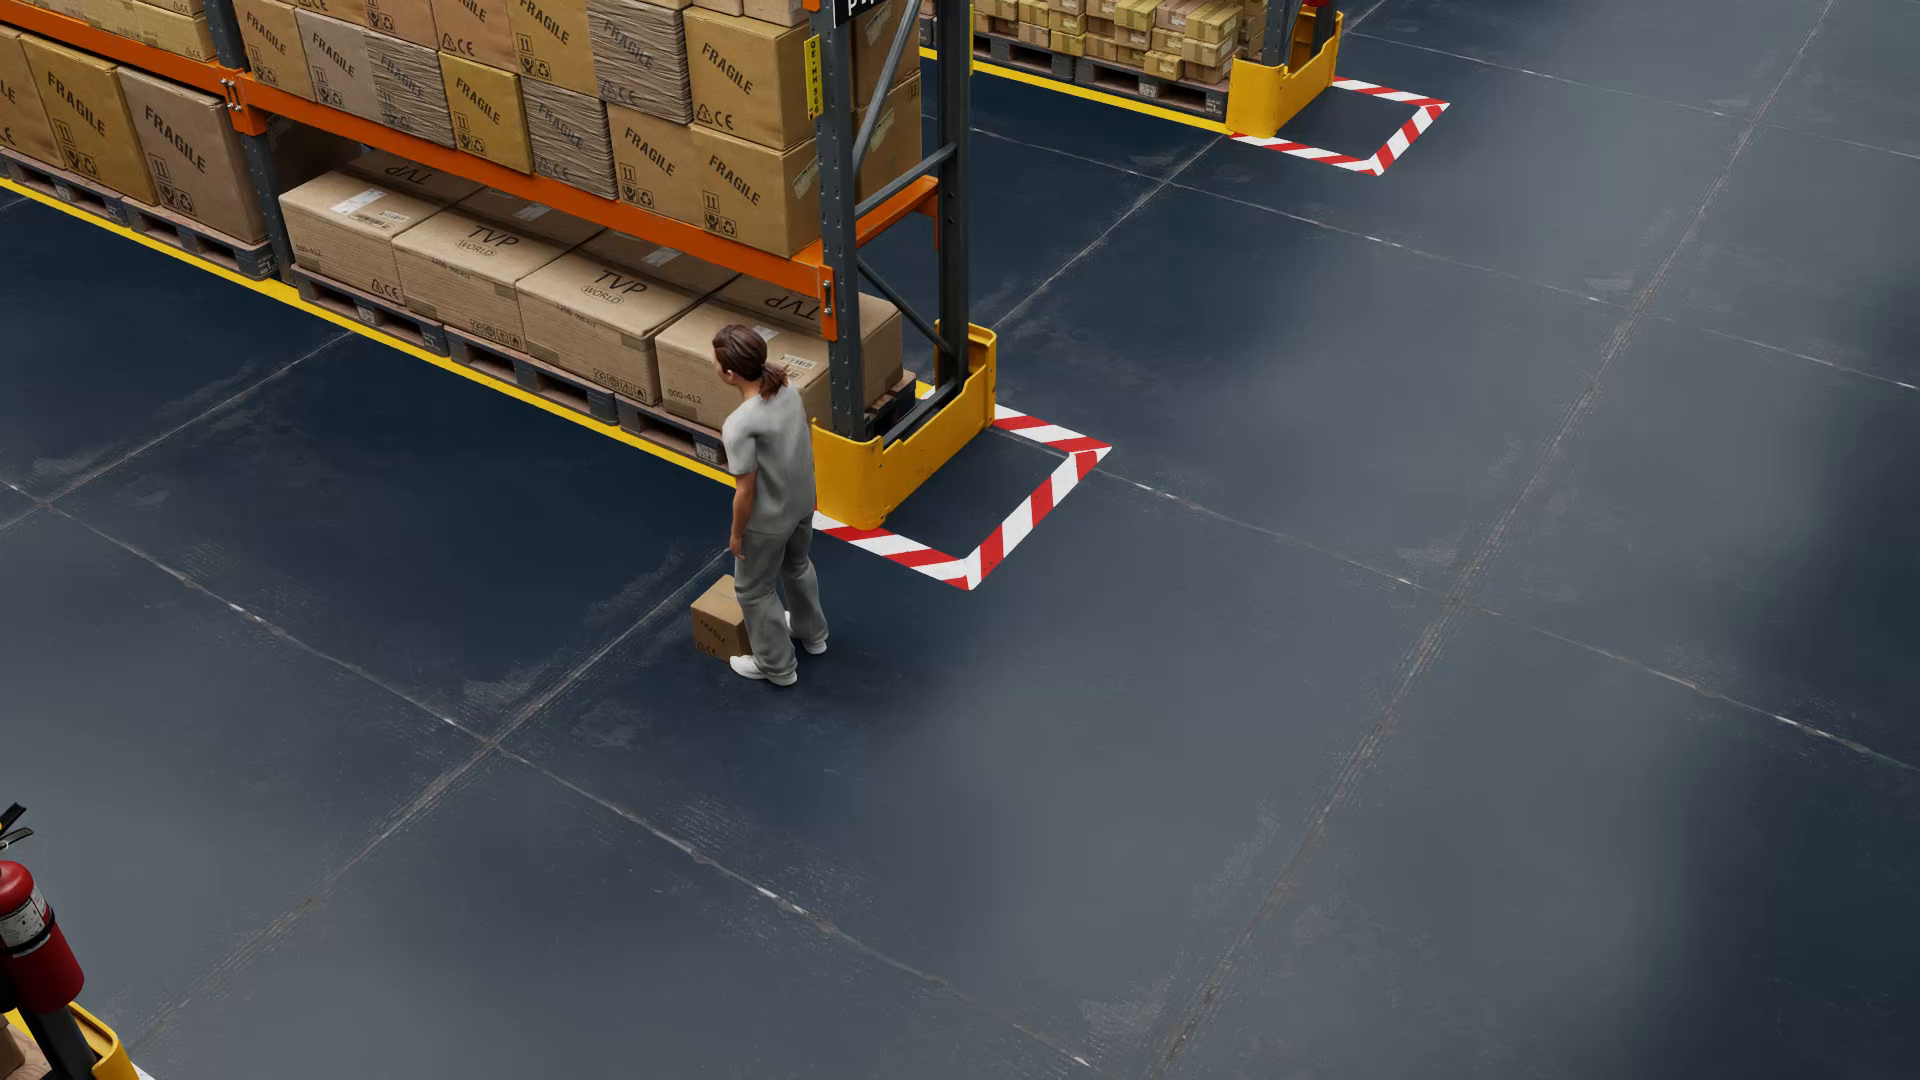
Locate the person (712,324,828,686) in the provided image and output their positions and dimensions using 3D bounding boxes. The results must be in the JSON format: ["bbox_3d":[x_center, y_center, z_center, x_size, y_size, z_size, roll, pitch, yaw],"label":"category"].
[{"bbox_3d":[-0.764,-0.128,6.654,0.364,1.671,0.501,20,43,23],"label":"person"}]
